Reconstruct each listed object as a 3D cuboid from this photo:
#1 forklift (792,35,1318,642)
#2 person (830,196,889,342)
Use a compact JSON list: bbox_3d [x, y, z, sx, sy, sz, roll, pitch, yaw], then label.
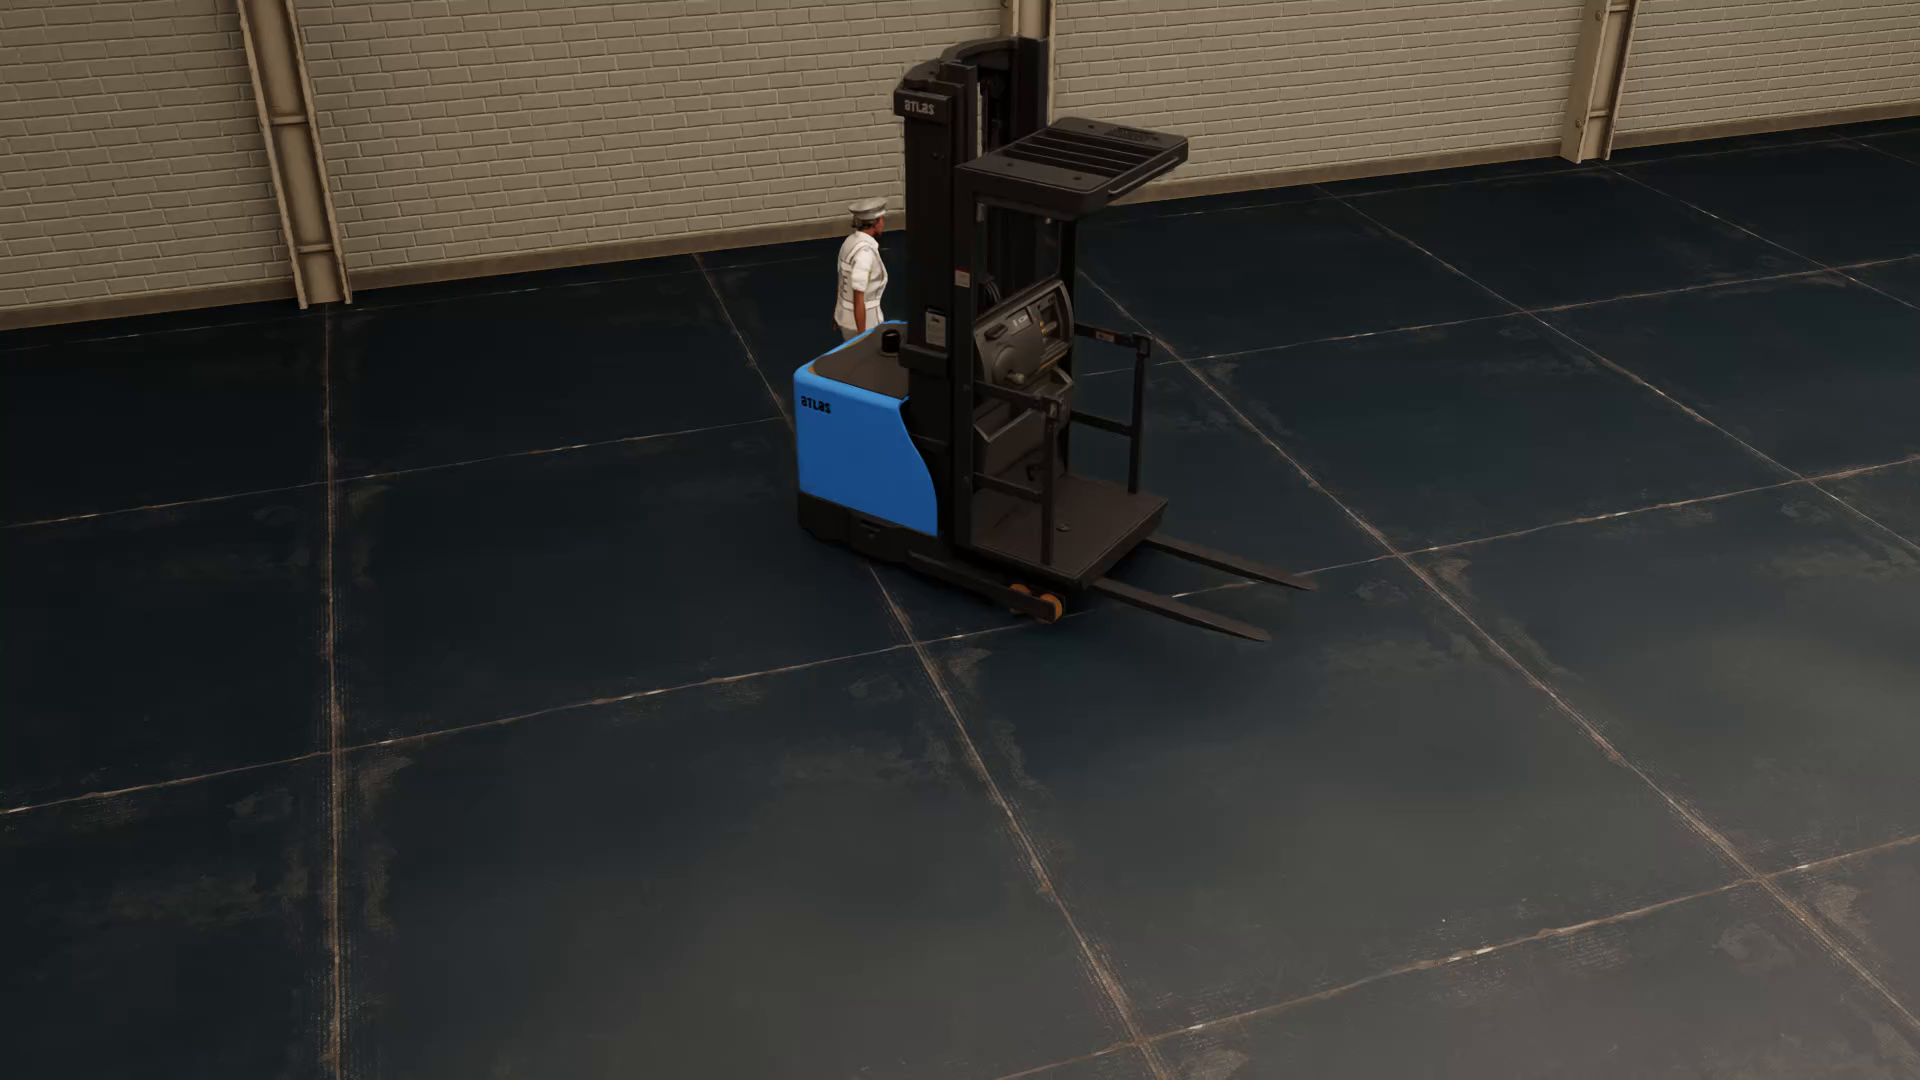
[{"bbox_3d":[0.526,-1.106,9.009,3.031,2.935,1.130,18,35,29],"label":"forklift"},{"bbox_3d":[-0.650,-1.419,10.894,0.424,1.626,0.796,-7,31,-13],"label":"person"}]
